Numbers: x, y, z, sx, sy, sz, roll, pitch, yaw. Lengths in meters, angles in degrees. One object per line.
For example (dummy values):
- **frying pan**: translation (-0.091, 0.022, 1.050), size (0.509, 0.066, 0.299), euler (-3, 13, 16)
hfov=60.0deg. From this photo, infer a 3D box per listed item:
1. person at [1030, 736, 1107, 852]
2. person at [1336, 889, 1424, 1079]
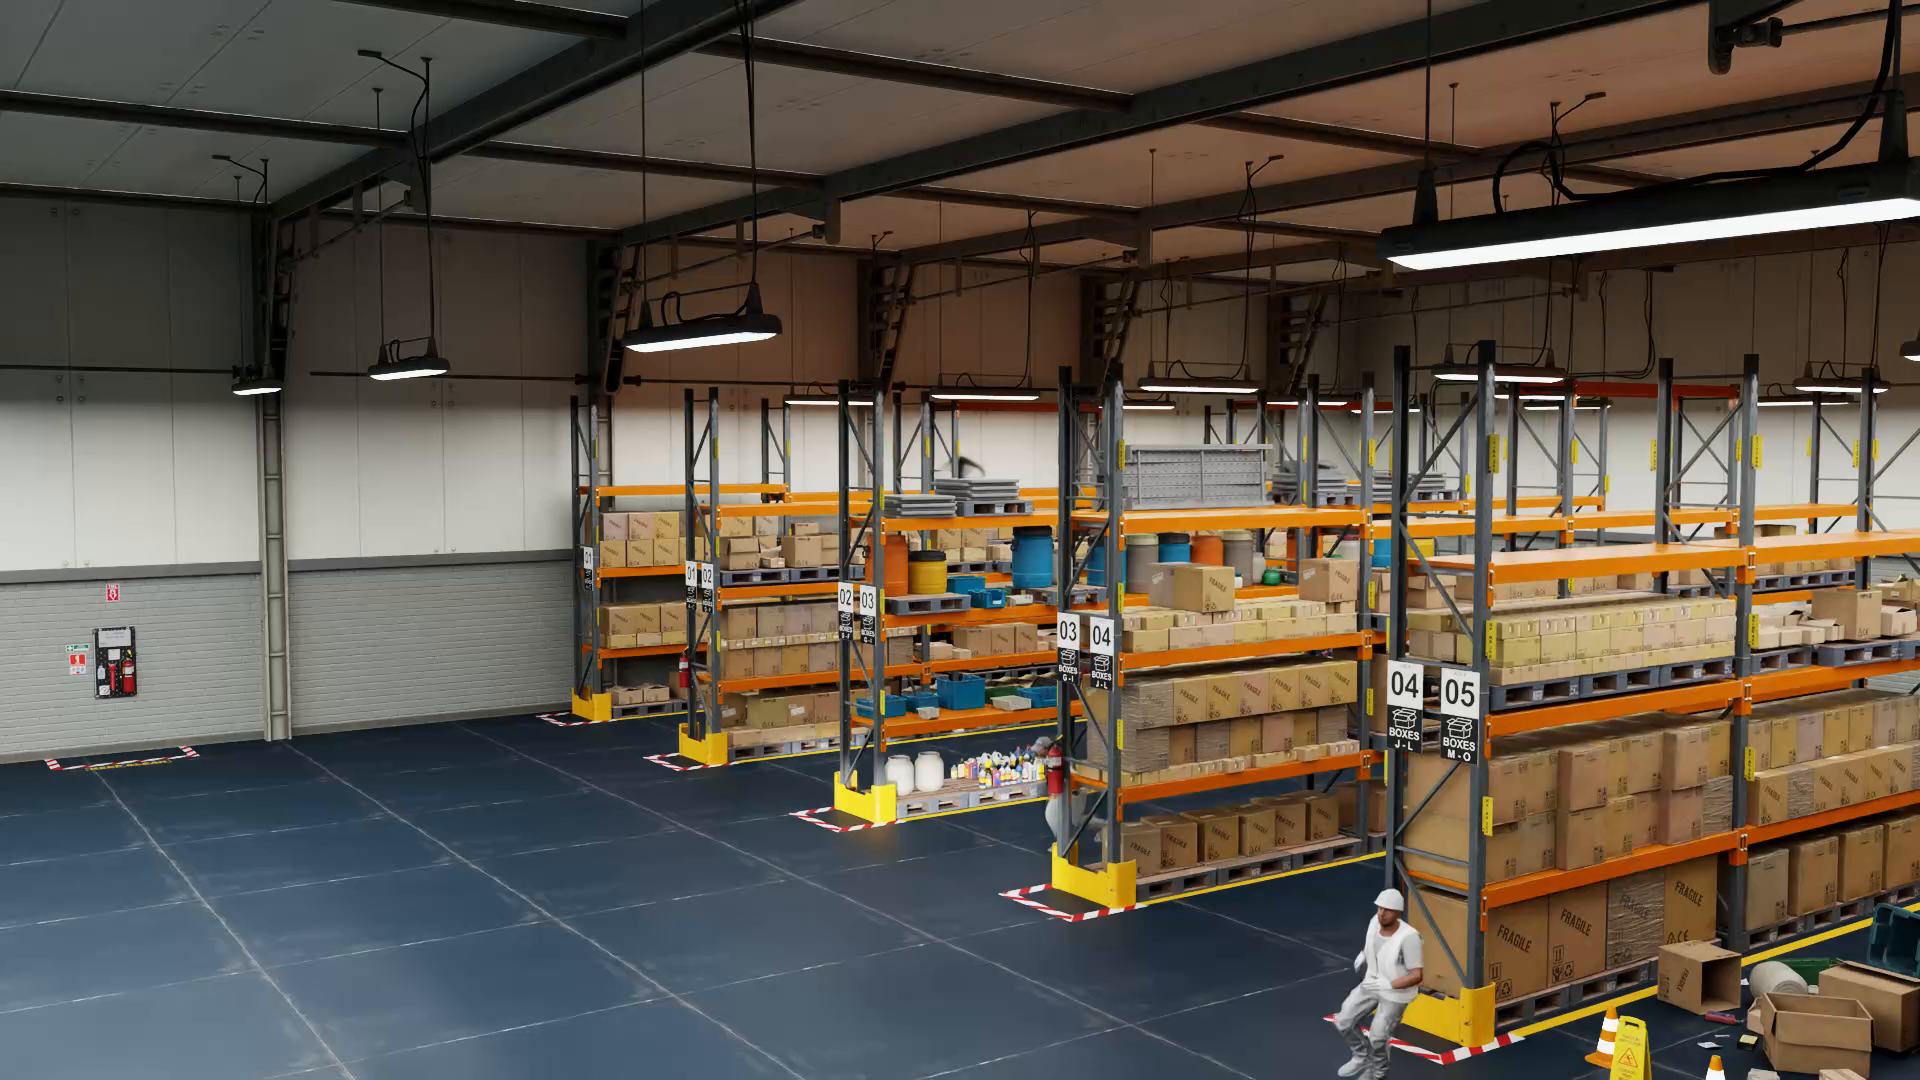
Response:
- **person**: translation (1.395, 3.183, 20.866), size (1.079, 1.478, 0.599), euler (-1, 4, -16)
- **person**: translation (3.284, 3.545, 13.066), size (0.718, 1.687, 0.868), euler (-3, 5, -41)
